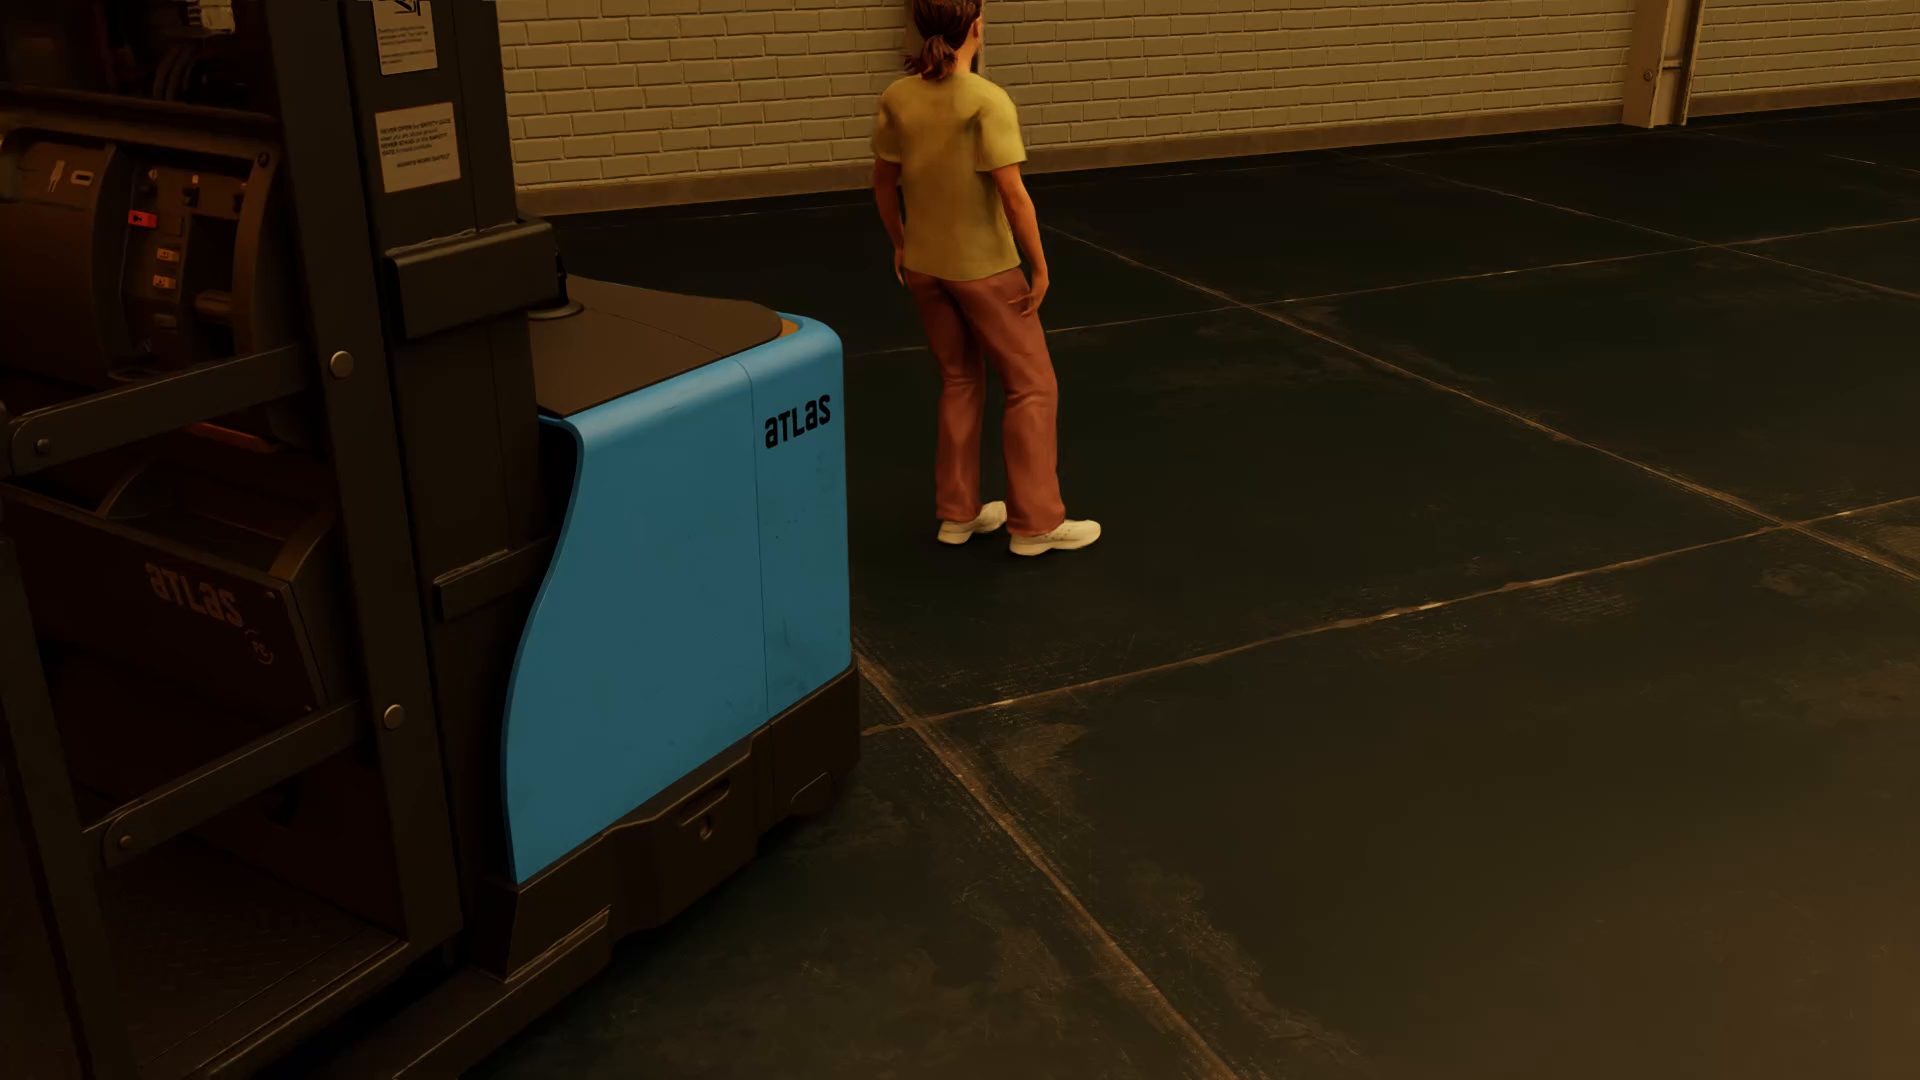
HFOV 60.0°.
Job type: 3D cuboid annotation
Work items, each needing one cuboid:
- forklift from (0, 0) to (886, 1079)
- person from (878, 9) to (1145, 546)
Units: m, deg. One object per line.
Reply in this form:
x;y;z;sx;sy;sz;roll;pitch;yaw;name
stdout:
-1.383;-0.461;2.396;1.130;2.935;3.031;14;26;30;forklift
0.117;-0.780;4.955;0.738;1.551;0.528;19;29;38;person
